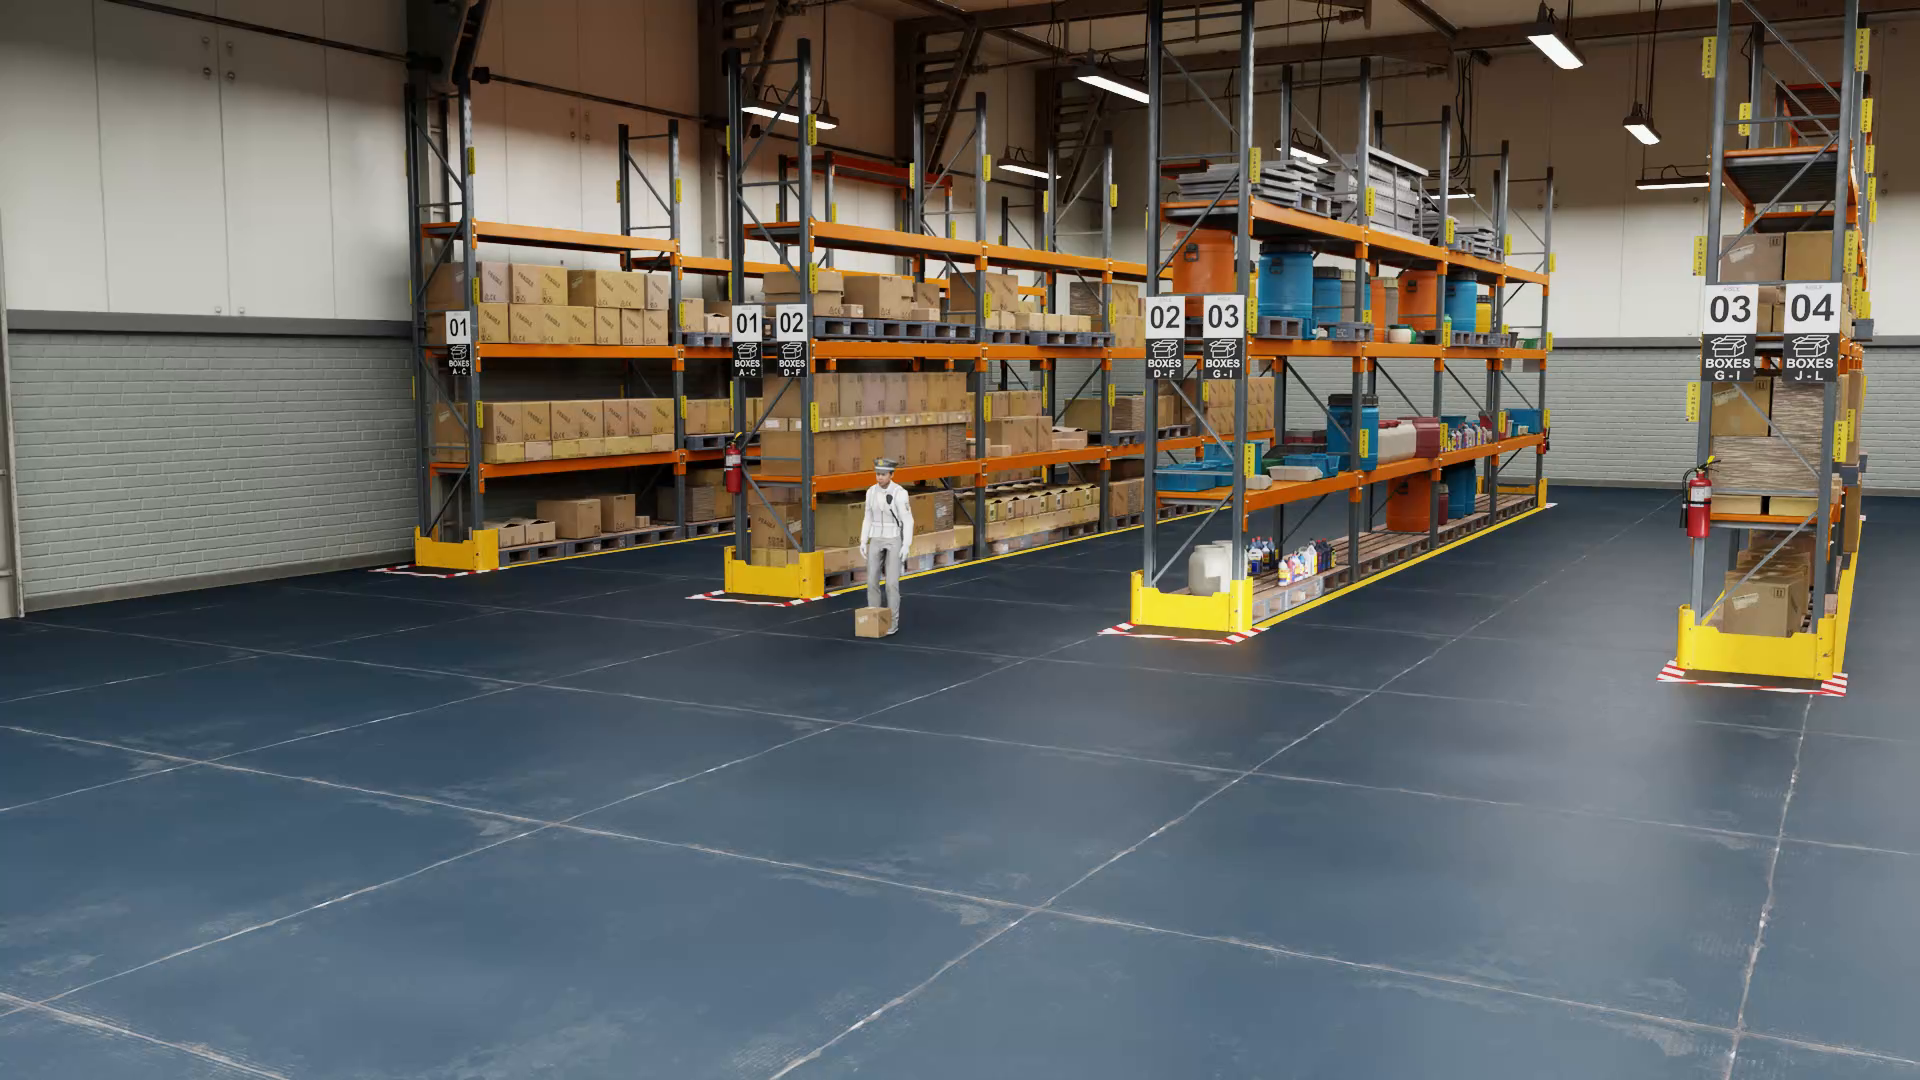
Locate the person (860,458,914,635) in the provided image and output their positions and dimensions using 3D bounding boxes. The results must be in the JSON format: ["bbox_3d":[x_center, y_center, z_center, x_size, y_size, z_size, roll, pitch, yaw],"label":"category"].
[{"bbox_3d":[-0.712,0.052,15.844,0.547,1.667,0.408,3,7,26],"label":"person"}]
